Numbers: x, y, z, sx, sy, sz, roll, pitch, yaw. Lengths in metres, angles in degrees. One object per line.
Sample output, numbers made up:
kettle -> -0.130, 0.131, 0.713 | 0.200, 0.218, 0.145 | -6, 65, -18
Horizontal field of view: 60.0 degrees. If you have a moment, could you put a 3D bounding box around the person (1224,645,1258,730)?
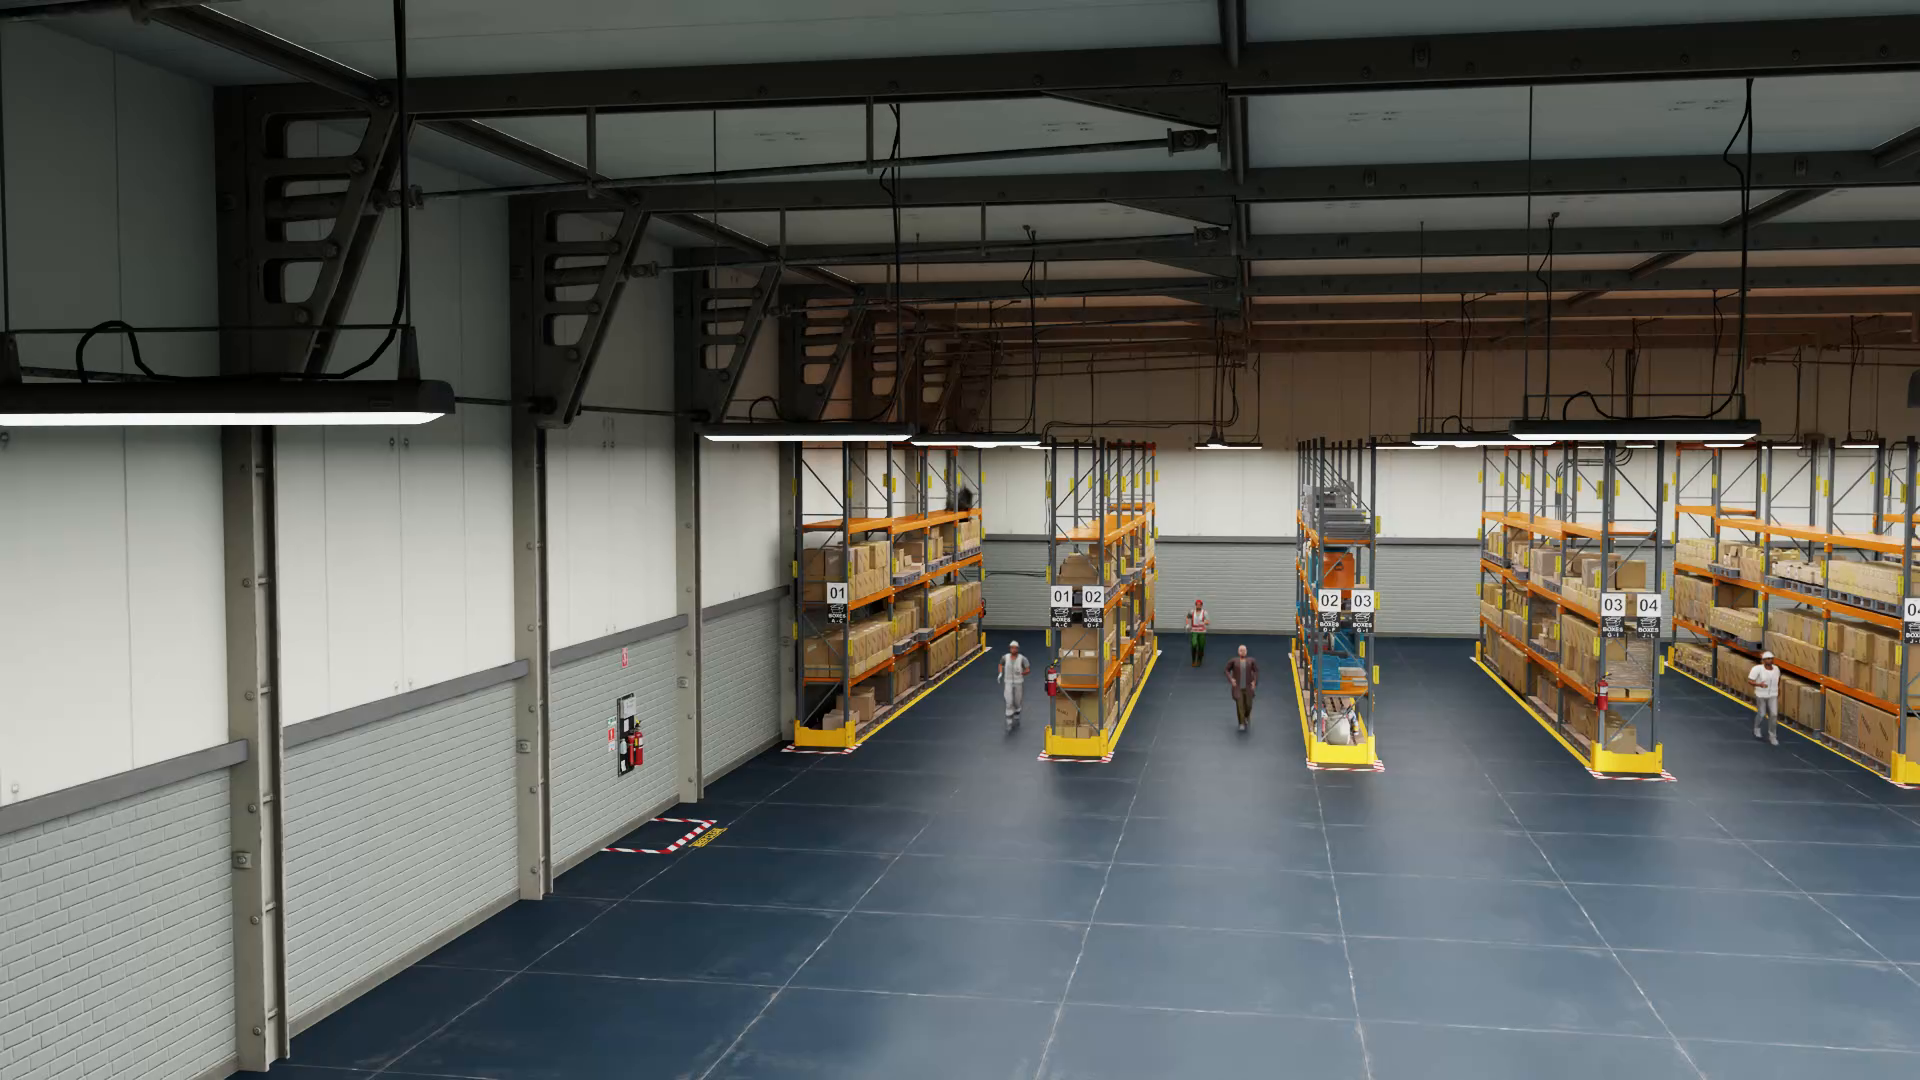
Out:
person -> 5.804, 3.038, 34.306 | 0.718, 1.743, 0.637 | 0, 3, 4

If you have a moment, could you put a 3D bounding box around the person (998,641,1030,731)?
person -> 1.110, 2.984, 34.339 | 0.677, 1.798, 0.901 | 0, 3, 4

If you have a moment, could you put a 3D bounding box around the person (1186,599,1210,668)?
person -> 6.326, 2.491, 44.241 | 0.647, 1.824, 0.744 | 0, 3, 7

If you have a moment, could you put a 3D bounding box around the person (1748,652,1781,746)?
person -> 15.901, 3.098, 32.838 | 0.680, 1.802, 0.856 | 0, 3, 9
